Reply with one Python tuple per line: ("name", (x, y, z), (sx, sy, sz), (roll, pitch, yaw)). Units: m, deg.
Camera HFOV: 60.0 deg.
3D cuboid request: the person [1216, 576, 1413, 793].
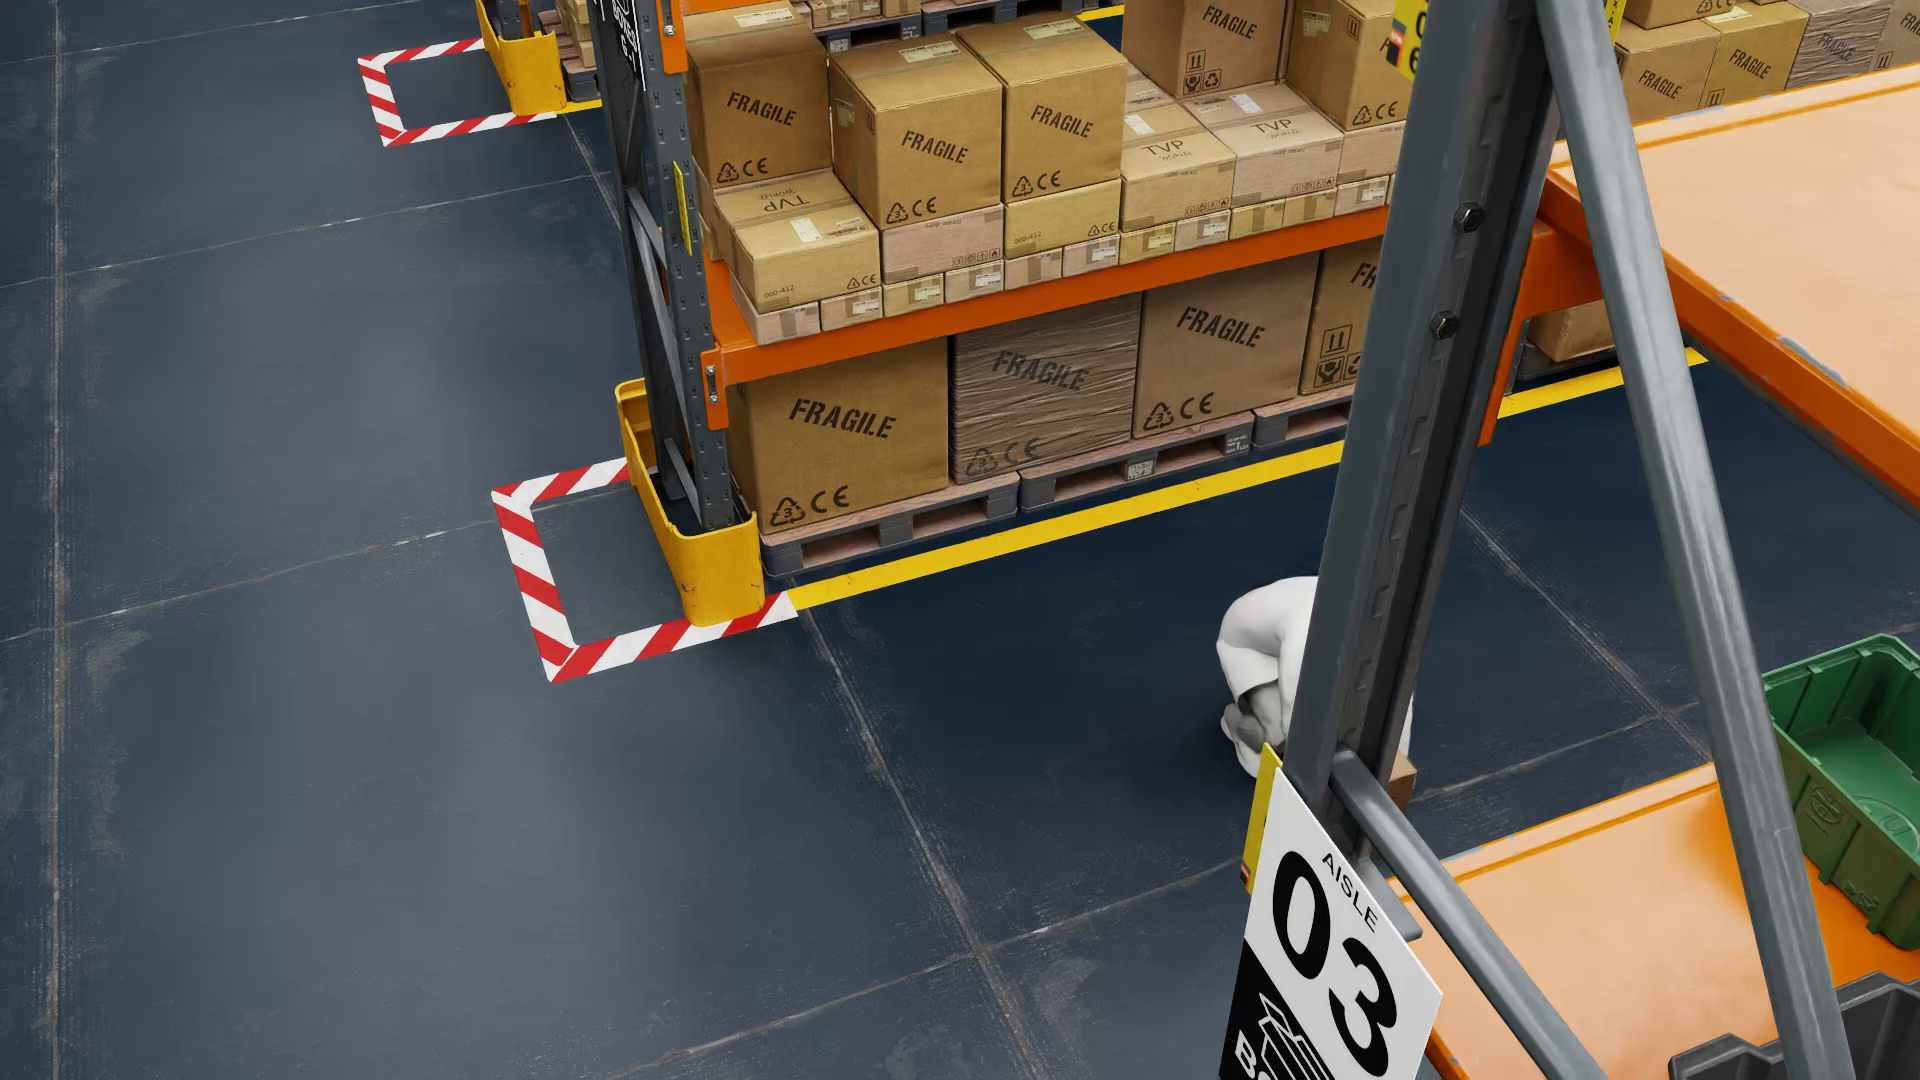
("person", (1.333, 0.512, 6.190), (0.611, 0.985, 0.917), (-15, 43, -17))
